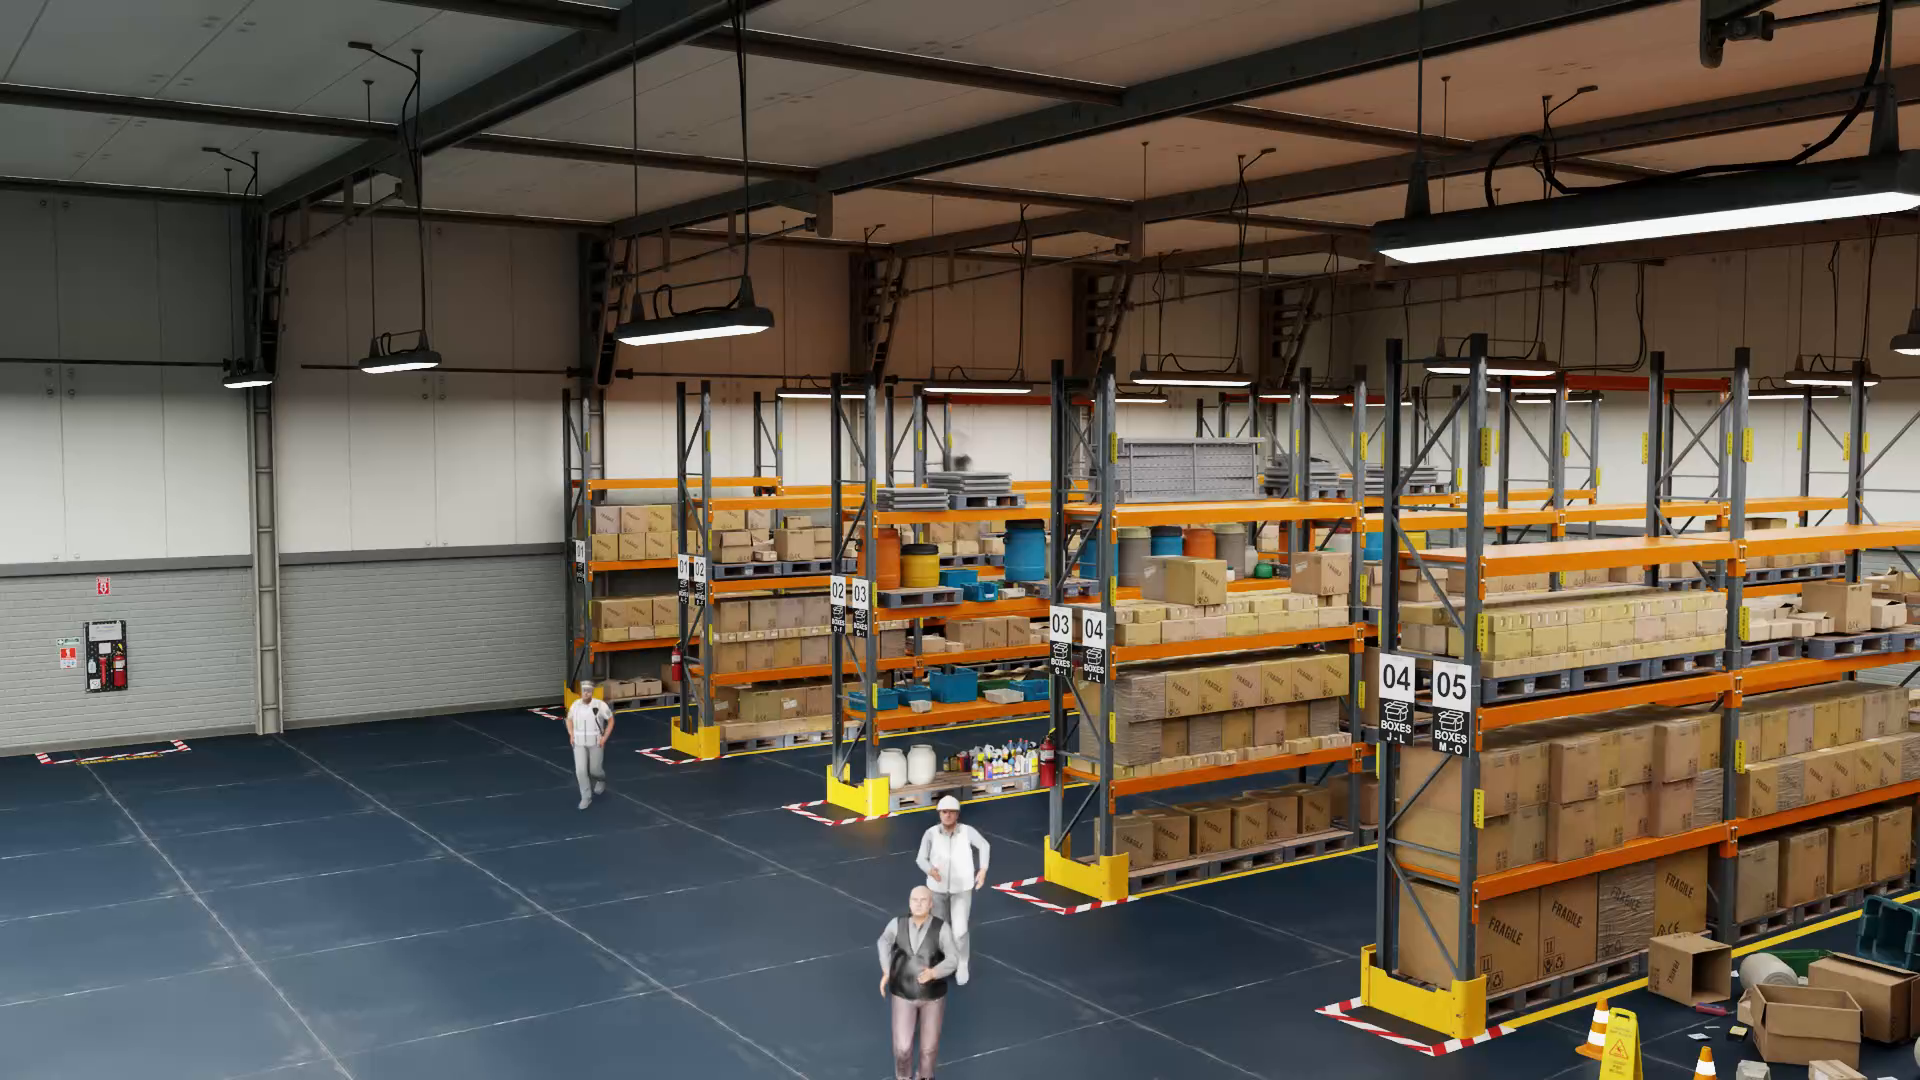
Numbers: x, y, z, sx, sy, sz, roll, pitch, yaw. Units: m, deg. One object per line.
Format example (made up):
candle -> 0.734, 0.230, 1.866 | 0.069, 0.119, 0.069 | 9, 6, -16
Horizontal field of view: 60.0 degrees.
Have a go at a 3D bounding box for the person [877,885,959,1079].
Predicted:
person -> -0.324, 3.492, 12.669 | 0.637, 1.700, 0.670 | 0, 4, 1

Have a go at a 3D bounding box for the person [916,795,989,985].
person -> -0.075, 3.295, 15.606 | 0.676, 1.803, 0.703 | 0, 4, 5

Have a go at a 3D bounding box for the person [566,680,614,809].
person -> -5.166, 2.817, 23.220 | 0.684, 1.746, 0.734 | 0, 4, -1
